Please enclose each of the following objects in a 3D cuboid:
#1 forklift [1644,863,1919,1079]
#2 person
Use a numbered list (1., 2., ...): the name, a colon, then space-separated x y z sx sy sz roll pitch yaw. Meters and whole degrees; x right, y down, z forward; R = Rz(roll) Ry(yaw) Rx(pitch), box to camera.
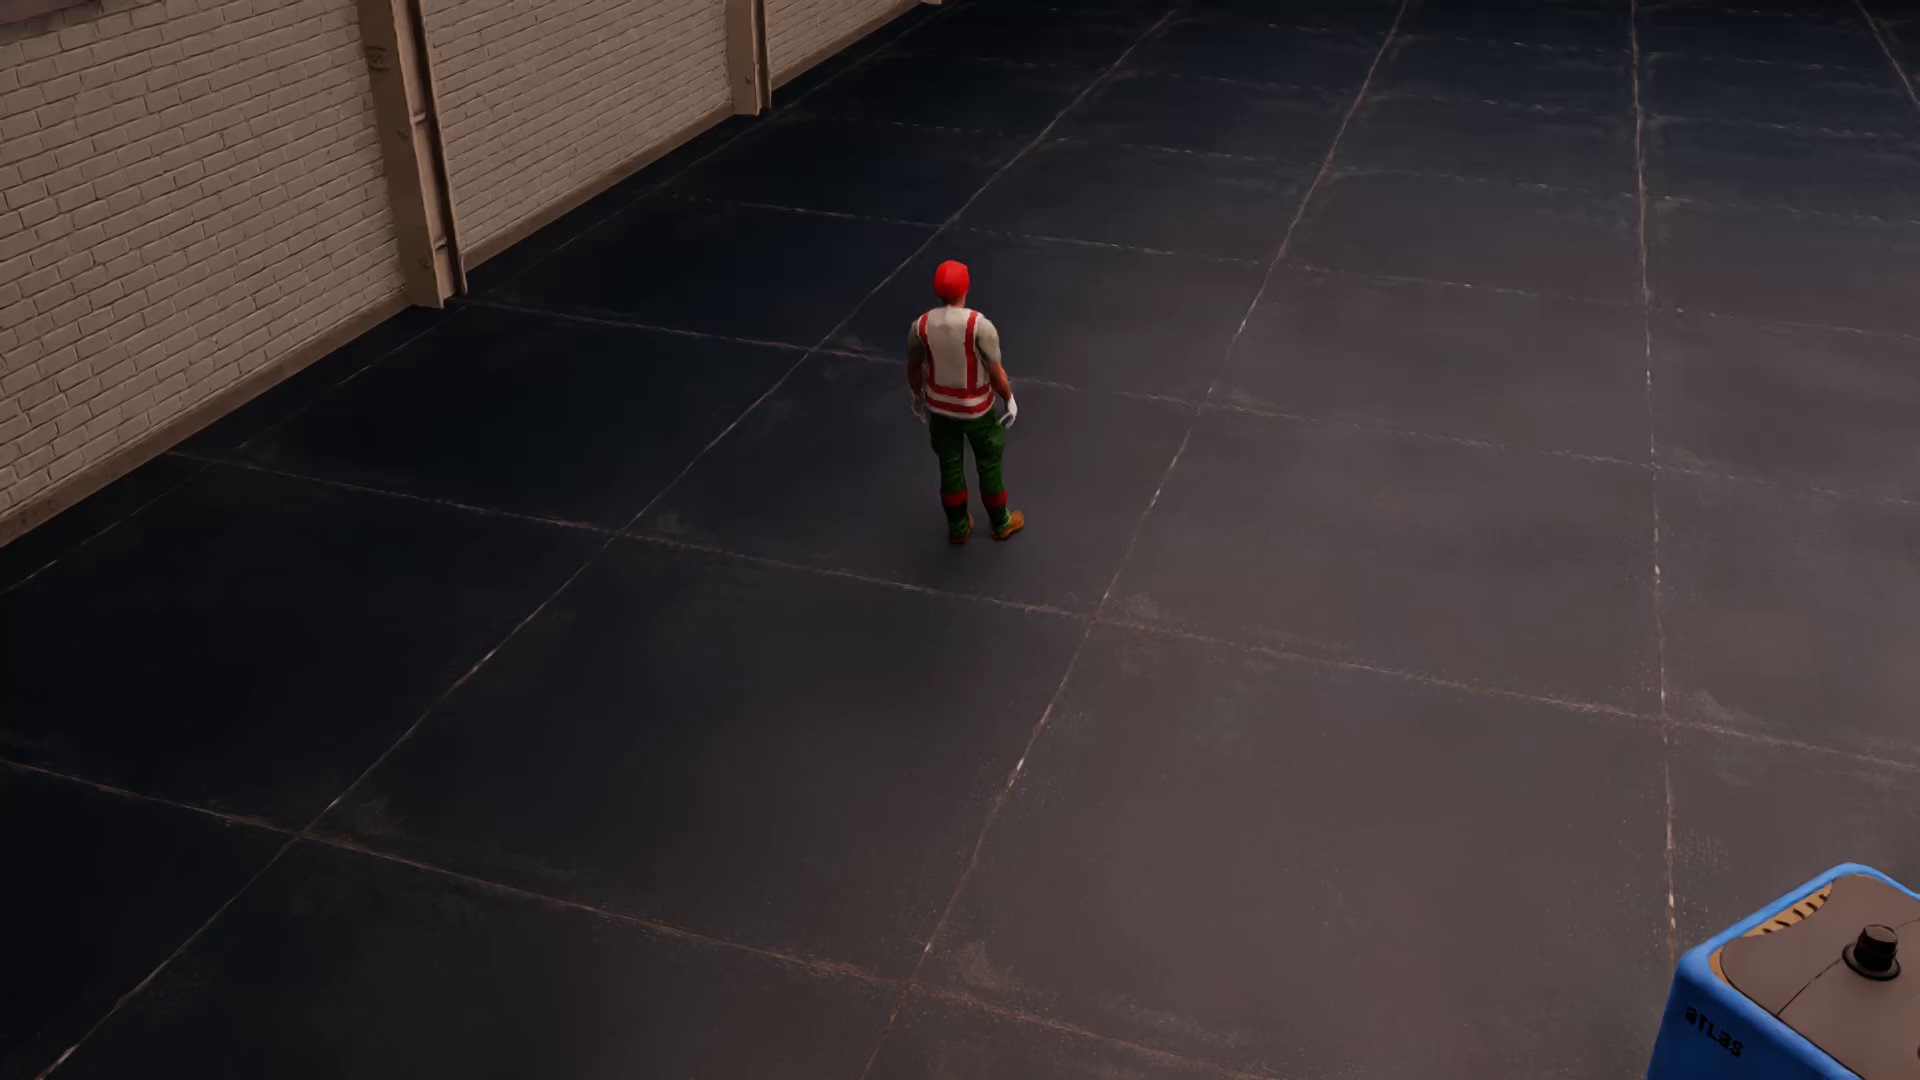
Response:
1. forklift: 3.572 1.536 4.442 1.130 2.935 3.031 -17 34 -27
2. person: 0.037 -0.819 9.713 0.637 1.787 0.563 10 31 16
